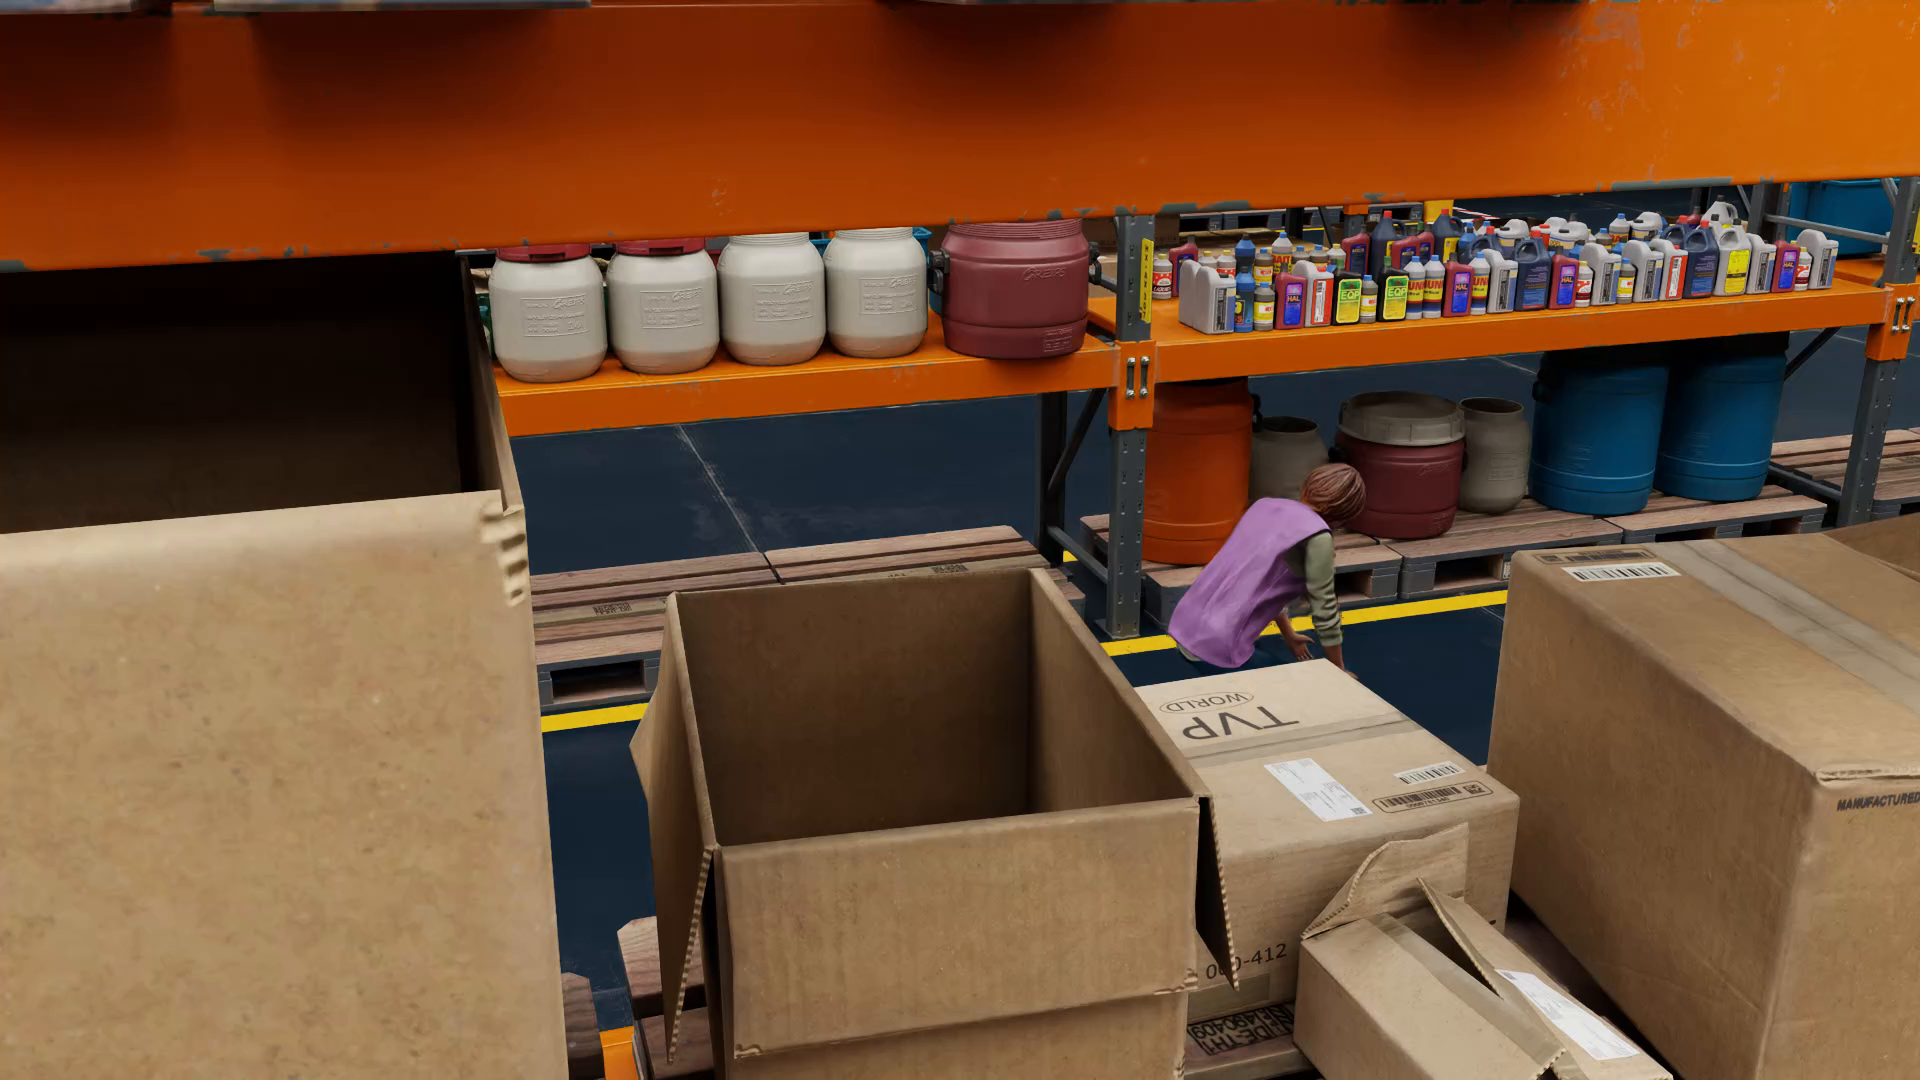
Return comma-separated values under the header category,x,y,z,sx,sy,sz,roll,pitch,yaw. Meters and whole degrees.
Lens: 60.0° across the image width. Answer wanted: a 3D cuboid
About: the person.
category,x,y,z,sx,sy,sz,roll,pitch,yaw
person,1.037,0.350,5.701,0.701,1.200,0.462,-6,20,-17
